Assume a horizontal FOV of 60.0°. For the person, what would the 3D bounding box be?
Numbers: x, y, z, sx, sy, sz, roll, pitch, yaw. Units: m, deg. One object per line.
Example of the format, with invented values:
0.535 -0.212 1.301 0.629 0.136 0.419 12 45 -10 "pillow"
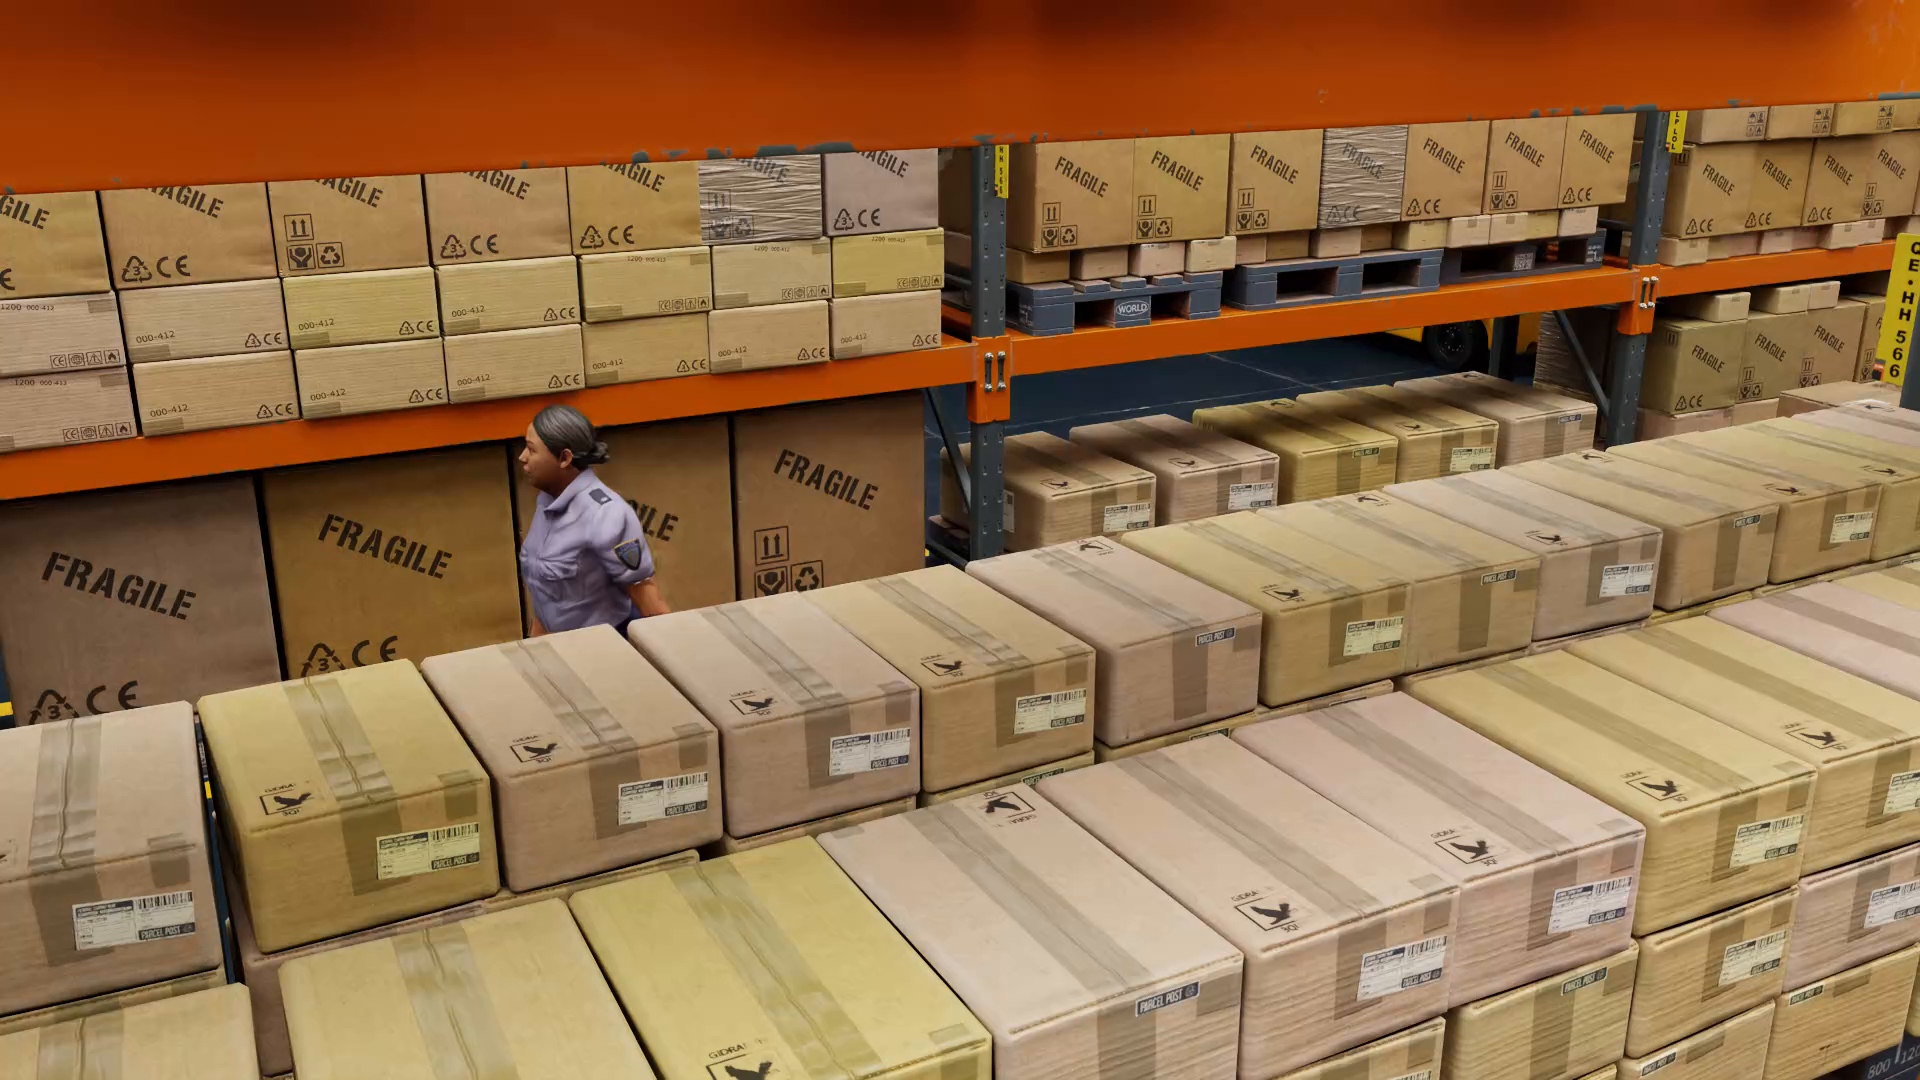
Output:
-1.103 0.370 4.960 0.945 1.589 0.510 -9 21 -25 "person"
